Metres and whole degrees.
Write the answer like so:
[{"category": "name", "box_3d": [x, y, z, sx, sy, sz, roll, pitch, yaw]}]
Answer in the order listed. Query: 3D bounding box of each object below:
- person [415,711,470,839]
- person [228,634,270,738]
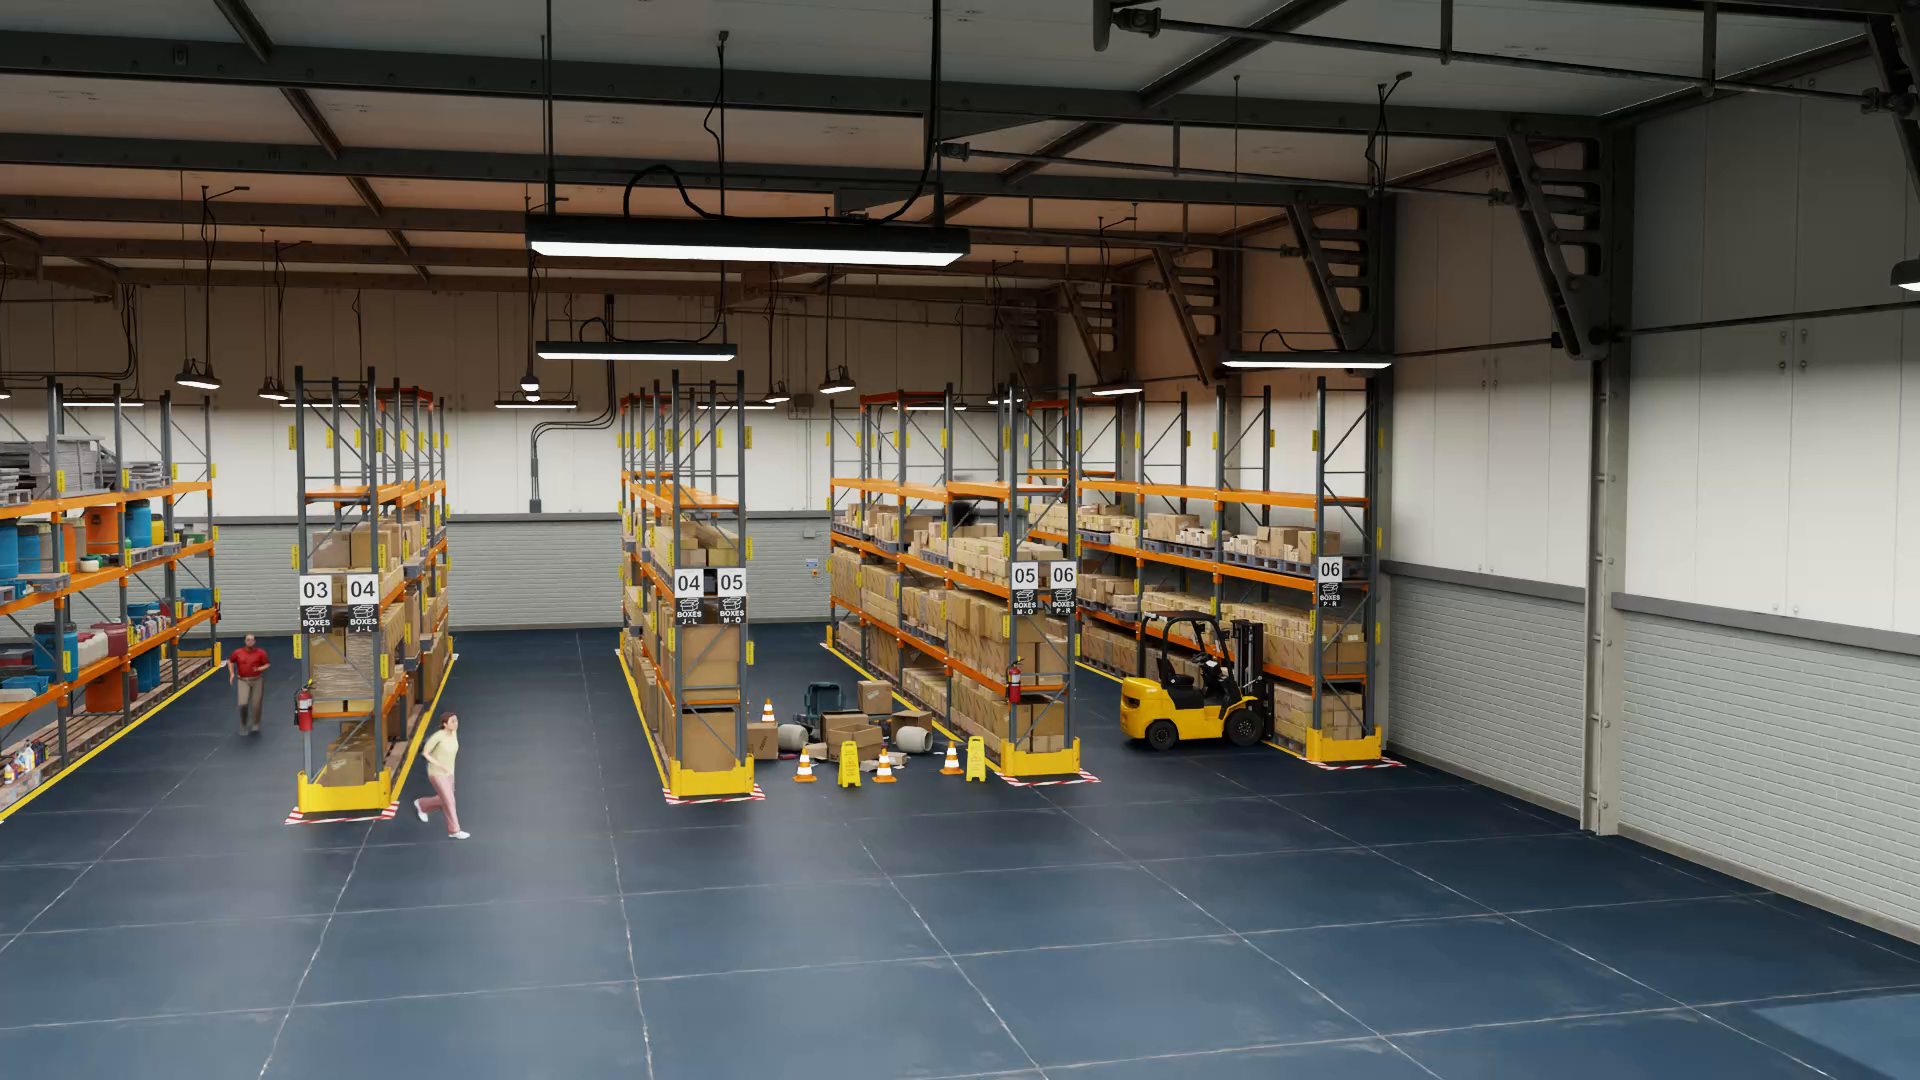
[{"category": "person", "box_3d": [-6.590, 2.947, 20.928, 0.815, 1.619, 0.568, 2, 4, 29]}, {"category": "person", "box_3d": [-12.037, 2.475, 28.168, 0.658, 1.763, 0.734, -1, 4, -23]}]
